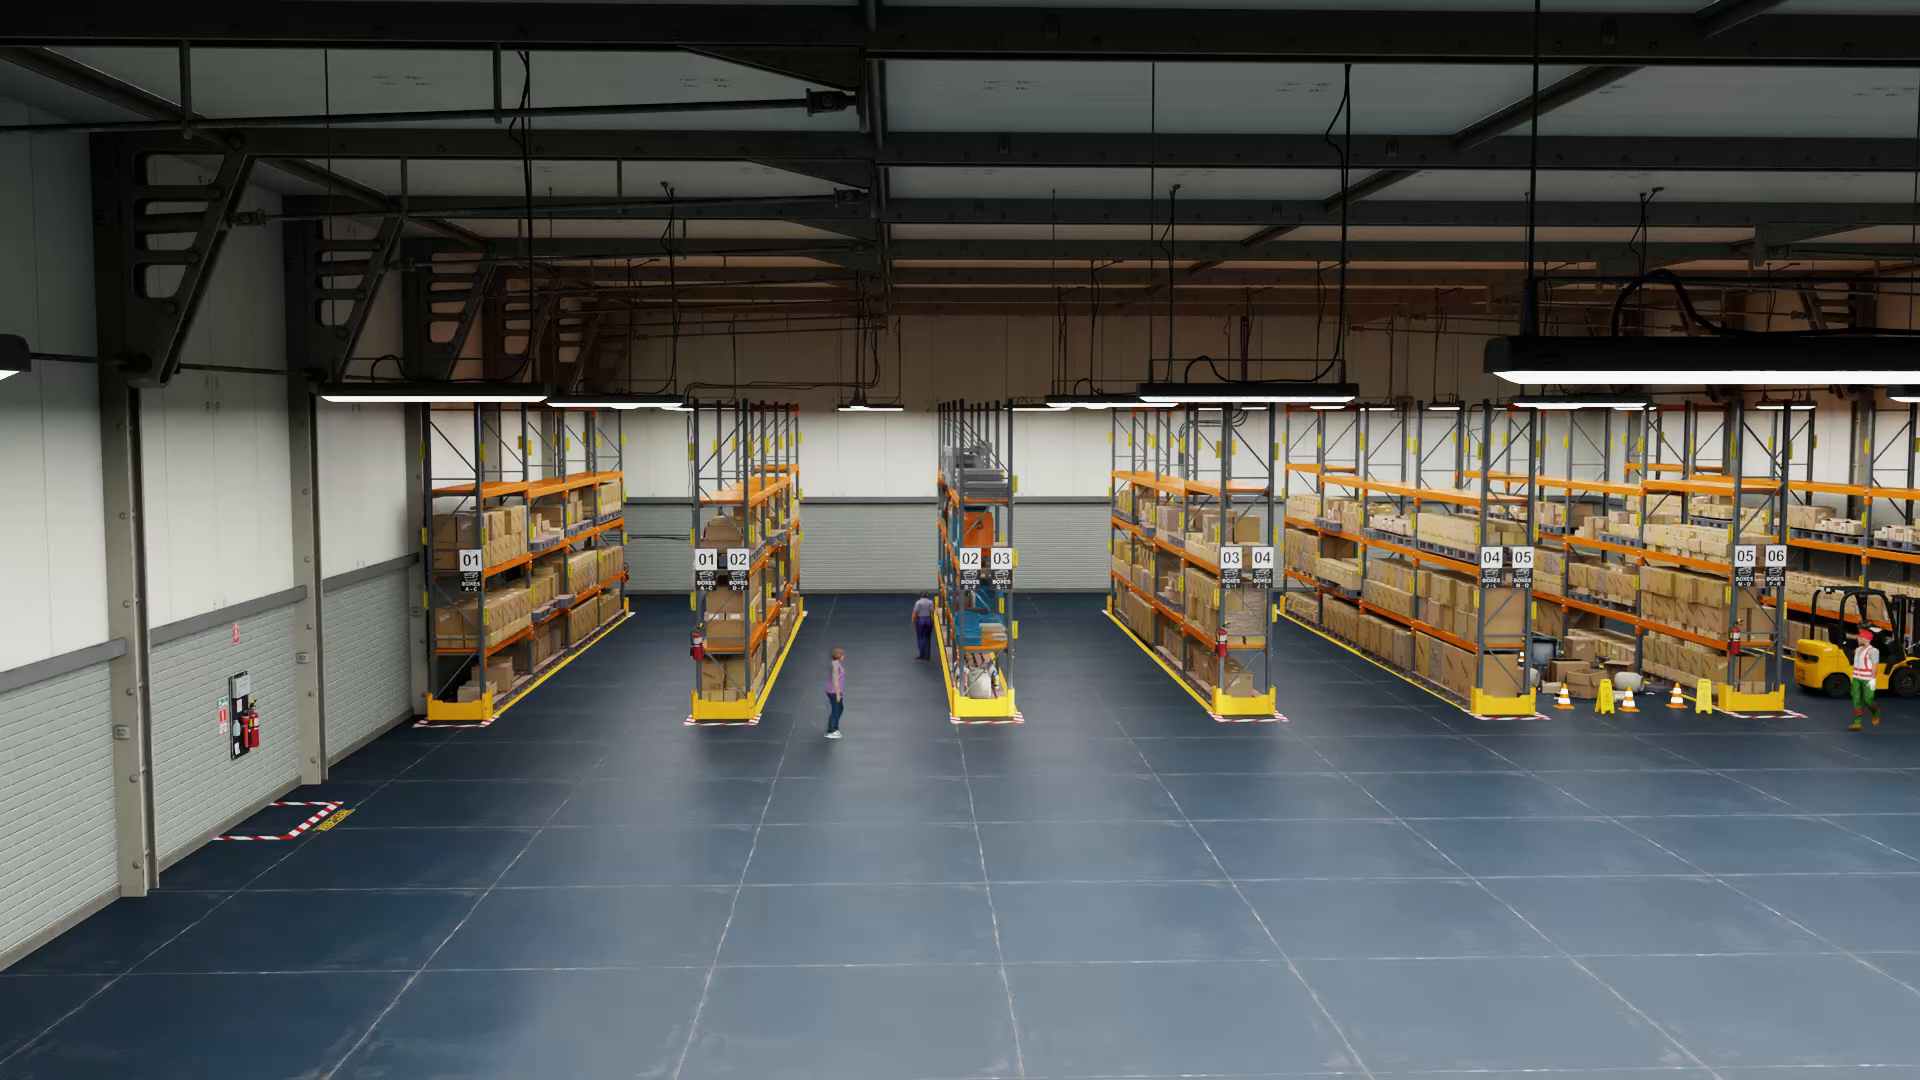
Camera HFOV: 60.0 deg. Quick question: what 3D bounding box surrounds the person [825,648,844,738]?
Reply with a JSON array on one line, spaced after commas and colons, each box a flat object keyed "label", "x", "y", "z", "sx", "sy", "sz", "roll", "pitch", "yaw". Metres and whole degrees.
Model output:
[{"label": "person", "x": -2.217, "y": 2.721, "z": 29.421, "sx": 0.341, "sy": 1.628, "sz": 0.530, "roll": 0, "pitch": 4, "yaw": -2}]

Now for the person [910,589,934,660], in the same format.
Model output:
[{"label": "person", "x": -0.877, "y": 1.983, "z": 38.545, "sx": 0.579, "sy": 1.670, "sz": 0.389, "roll": -2, "pitch": 5, "yaw": -29}]

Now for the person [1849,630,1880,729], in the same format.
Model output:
[{"label": "person", "x": 16.403, "y": 2.529, "z": 30.110, "sx": 0.599, "sy": 1.786, "sz": 0.510, "roll": -3, "pitch": 5, "yaw": -32}]

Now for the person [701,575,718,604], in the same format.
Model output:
[{"label": "person", "x": -7.390, "y": 1.141, "z": 49.492, "sx": 0.656, "sy": 1.638, "sz": 0.540, "roll": 2, "pitch": 5, "yaw": 29}]
